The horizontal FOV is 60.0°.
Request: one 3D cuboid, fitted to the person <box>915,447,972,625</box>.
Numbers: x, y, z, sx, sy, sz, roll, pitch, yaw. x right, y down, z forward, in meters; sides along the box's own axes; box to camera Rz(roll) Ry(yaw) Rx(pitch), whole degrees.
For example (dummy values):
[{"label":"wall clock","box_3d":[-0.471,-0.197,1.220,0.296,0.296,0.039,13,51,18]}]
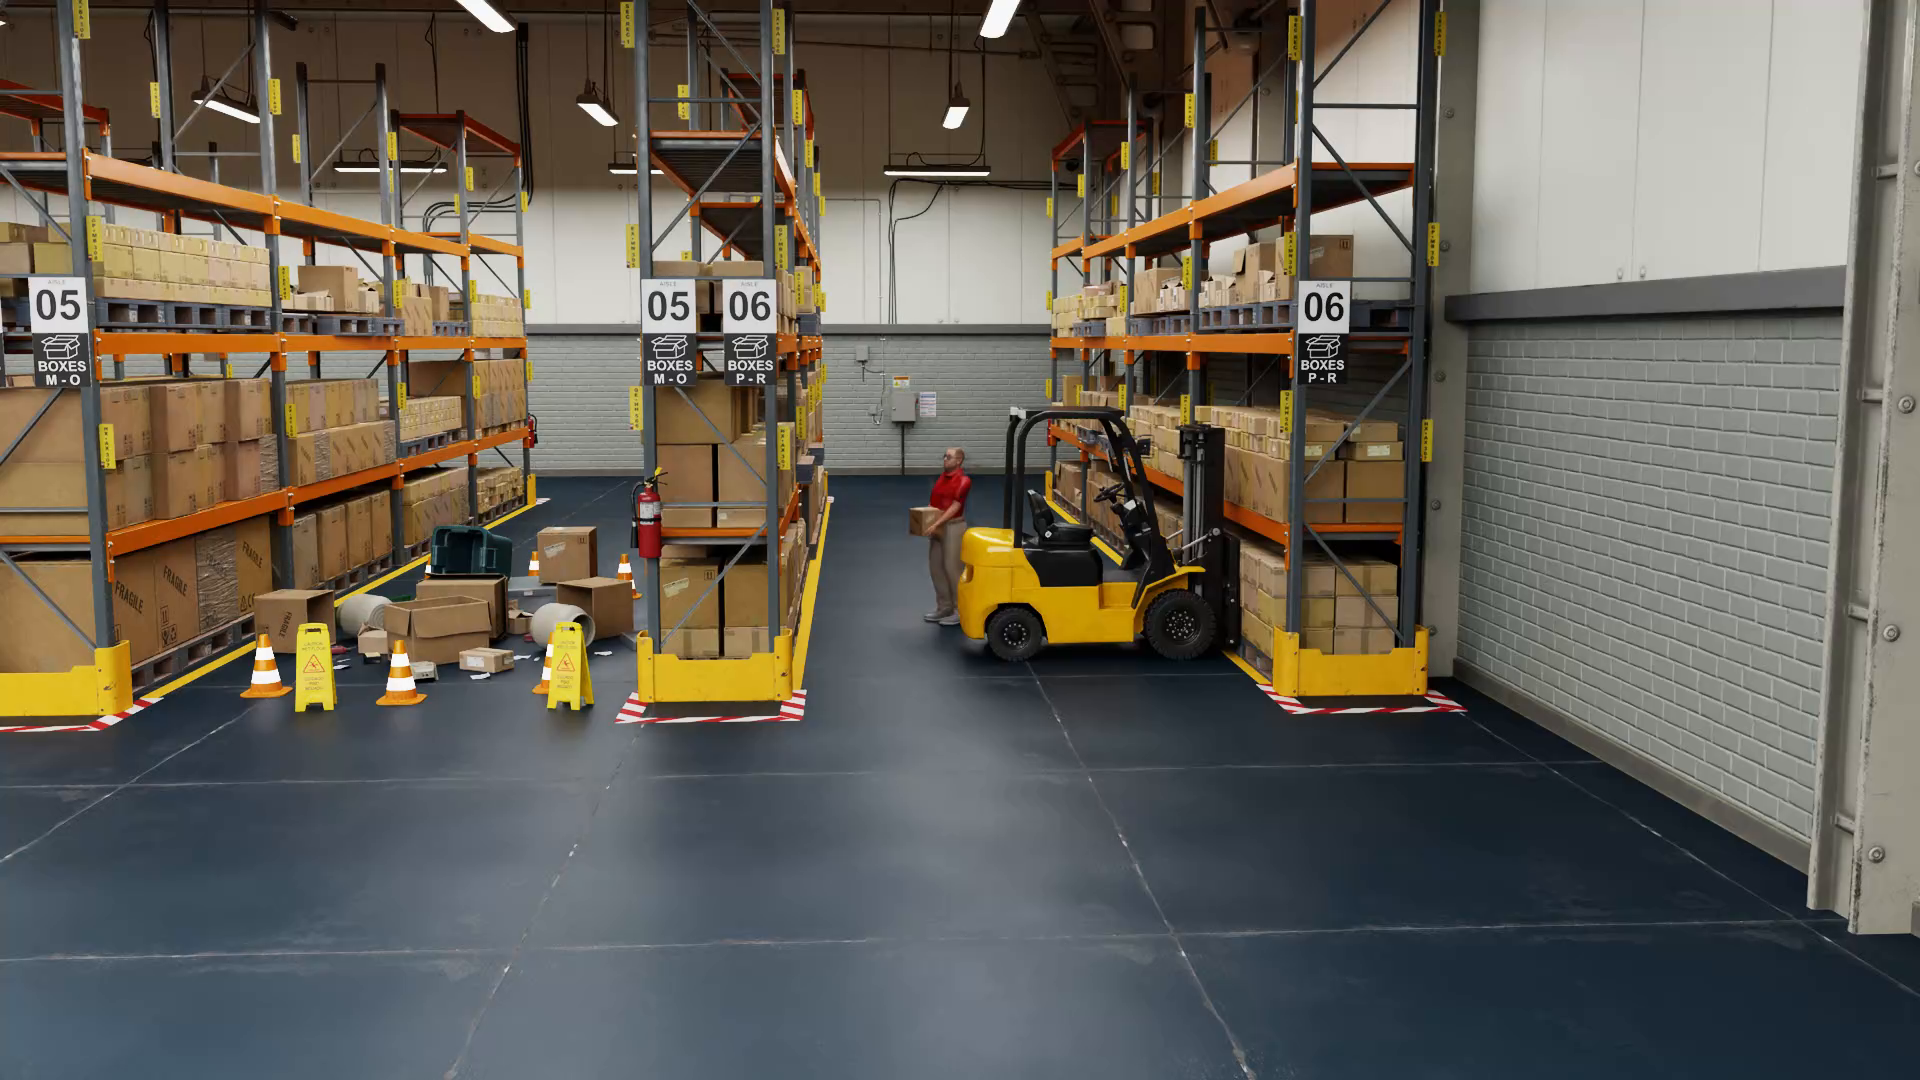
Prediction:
[{"label":"person","box_3d":[-0.185,-0.044,16.200,0.529,1.720,0.499,-4,8,-30]}]
